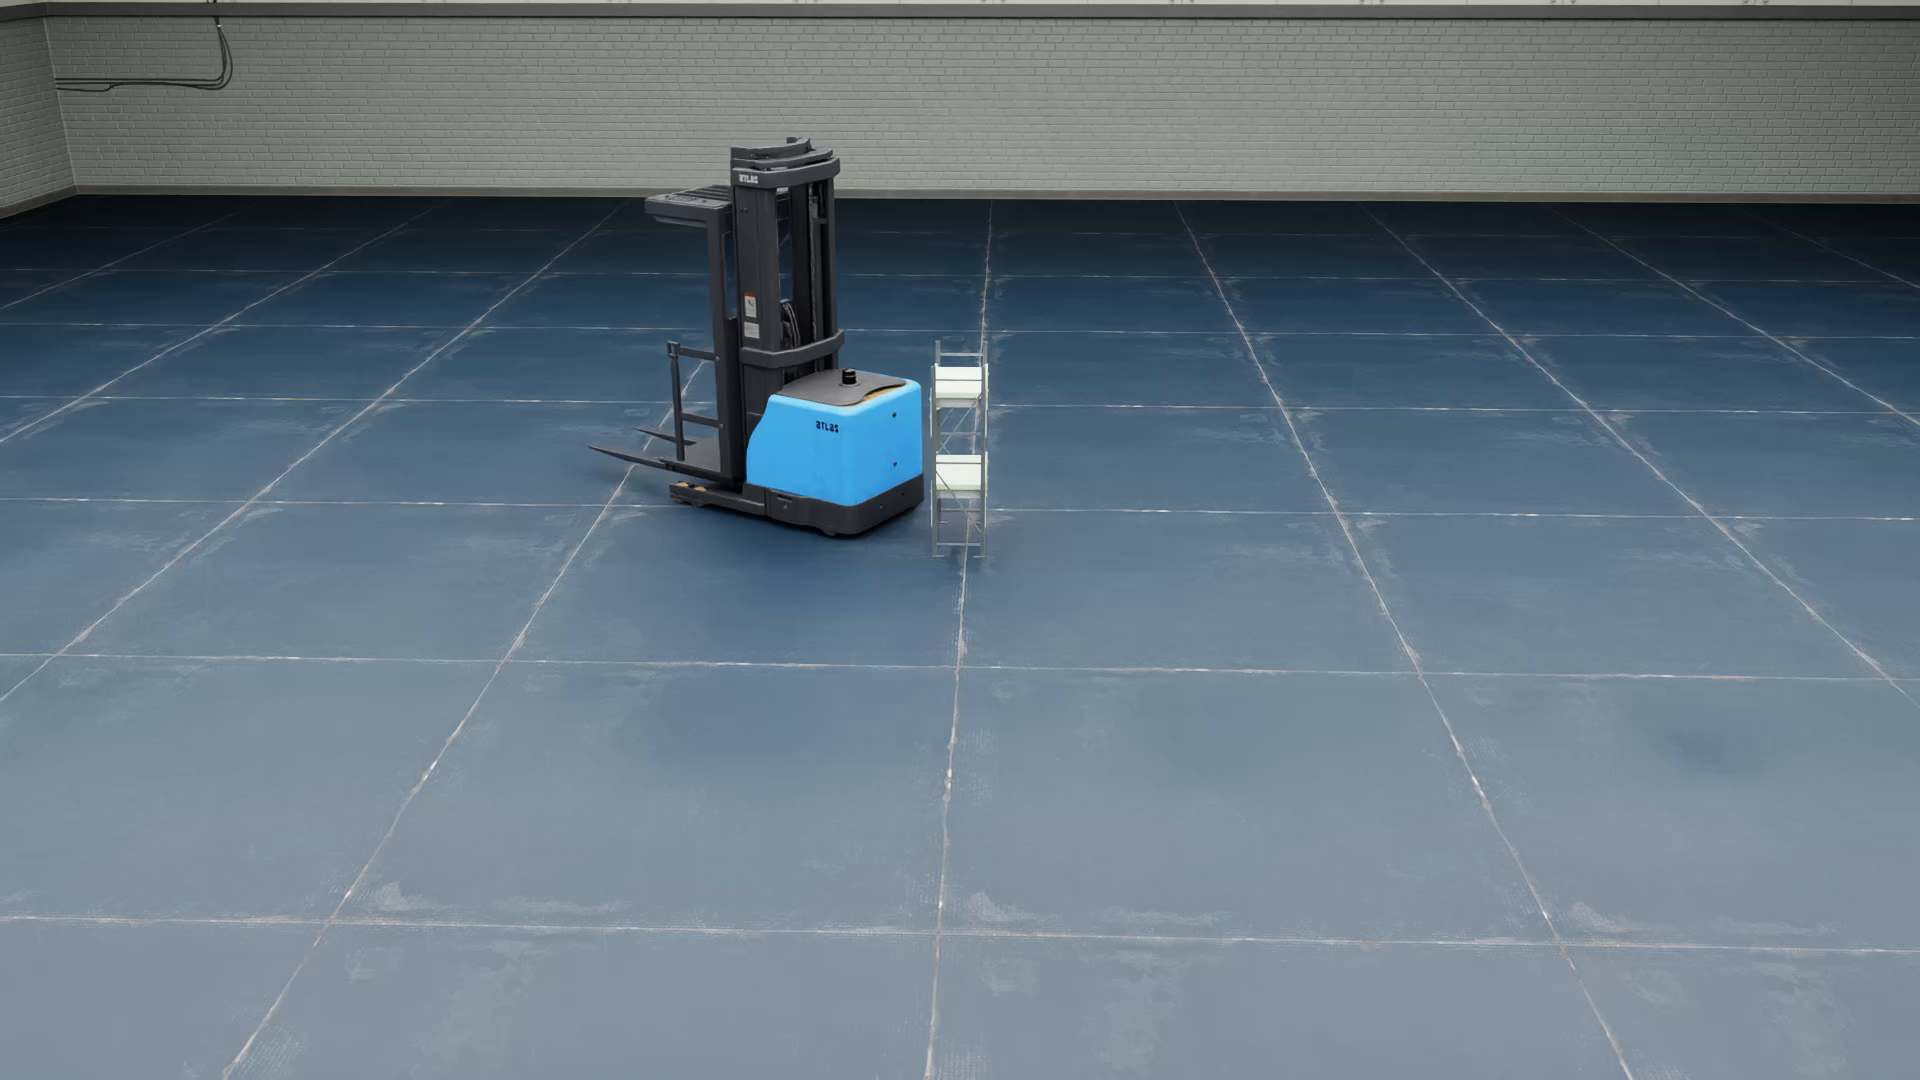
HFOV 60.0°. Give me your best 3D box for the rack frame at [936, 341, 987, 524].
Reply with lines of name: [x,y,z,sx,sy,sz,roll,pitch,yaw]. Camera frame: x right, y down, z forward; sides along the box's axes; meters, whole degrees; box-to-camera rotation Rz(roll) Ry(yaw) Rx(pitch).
rack frame: [0.011,-0.834,13.105,0.400,1.500,0.023,1,21,2]

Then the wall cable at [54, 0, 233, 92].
wall cable: [-13.454,-8.559,26.940,3.097,2.526,0.112,1,21,2]

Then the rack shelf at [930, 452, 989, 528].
rack shelf: [0.000,-0.398,12.882,0.431,0.370,0.720,1,21,2]

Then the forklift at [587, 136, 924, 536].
forklift: [-1.810,-1.784,13.575,3.031,2.935,1.130,13,25,31]

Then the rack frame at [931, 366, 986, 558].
rack frame: [-0.011,-0.569,12.423,0.400,1.500,0.023,1,21,2]

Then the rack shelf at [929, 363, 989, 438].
rack shelf: [0.000,-1.065,12.623,0.431,0.370,0.720,1,21,2]

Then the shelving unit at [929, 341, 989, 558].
shelving unit: [0.000,-0.702,12.764,0.431,1.500,0.755,1,21,2]
